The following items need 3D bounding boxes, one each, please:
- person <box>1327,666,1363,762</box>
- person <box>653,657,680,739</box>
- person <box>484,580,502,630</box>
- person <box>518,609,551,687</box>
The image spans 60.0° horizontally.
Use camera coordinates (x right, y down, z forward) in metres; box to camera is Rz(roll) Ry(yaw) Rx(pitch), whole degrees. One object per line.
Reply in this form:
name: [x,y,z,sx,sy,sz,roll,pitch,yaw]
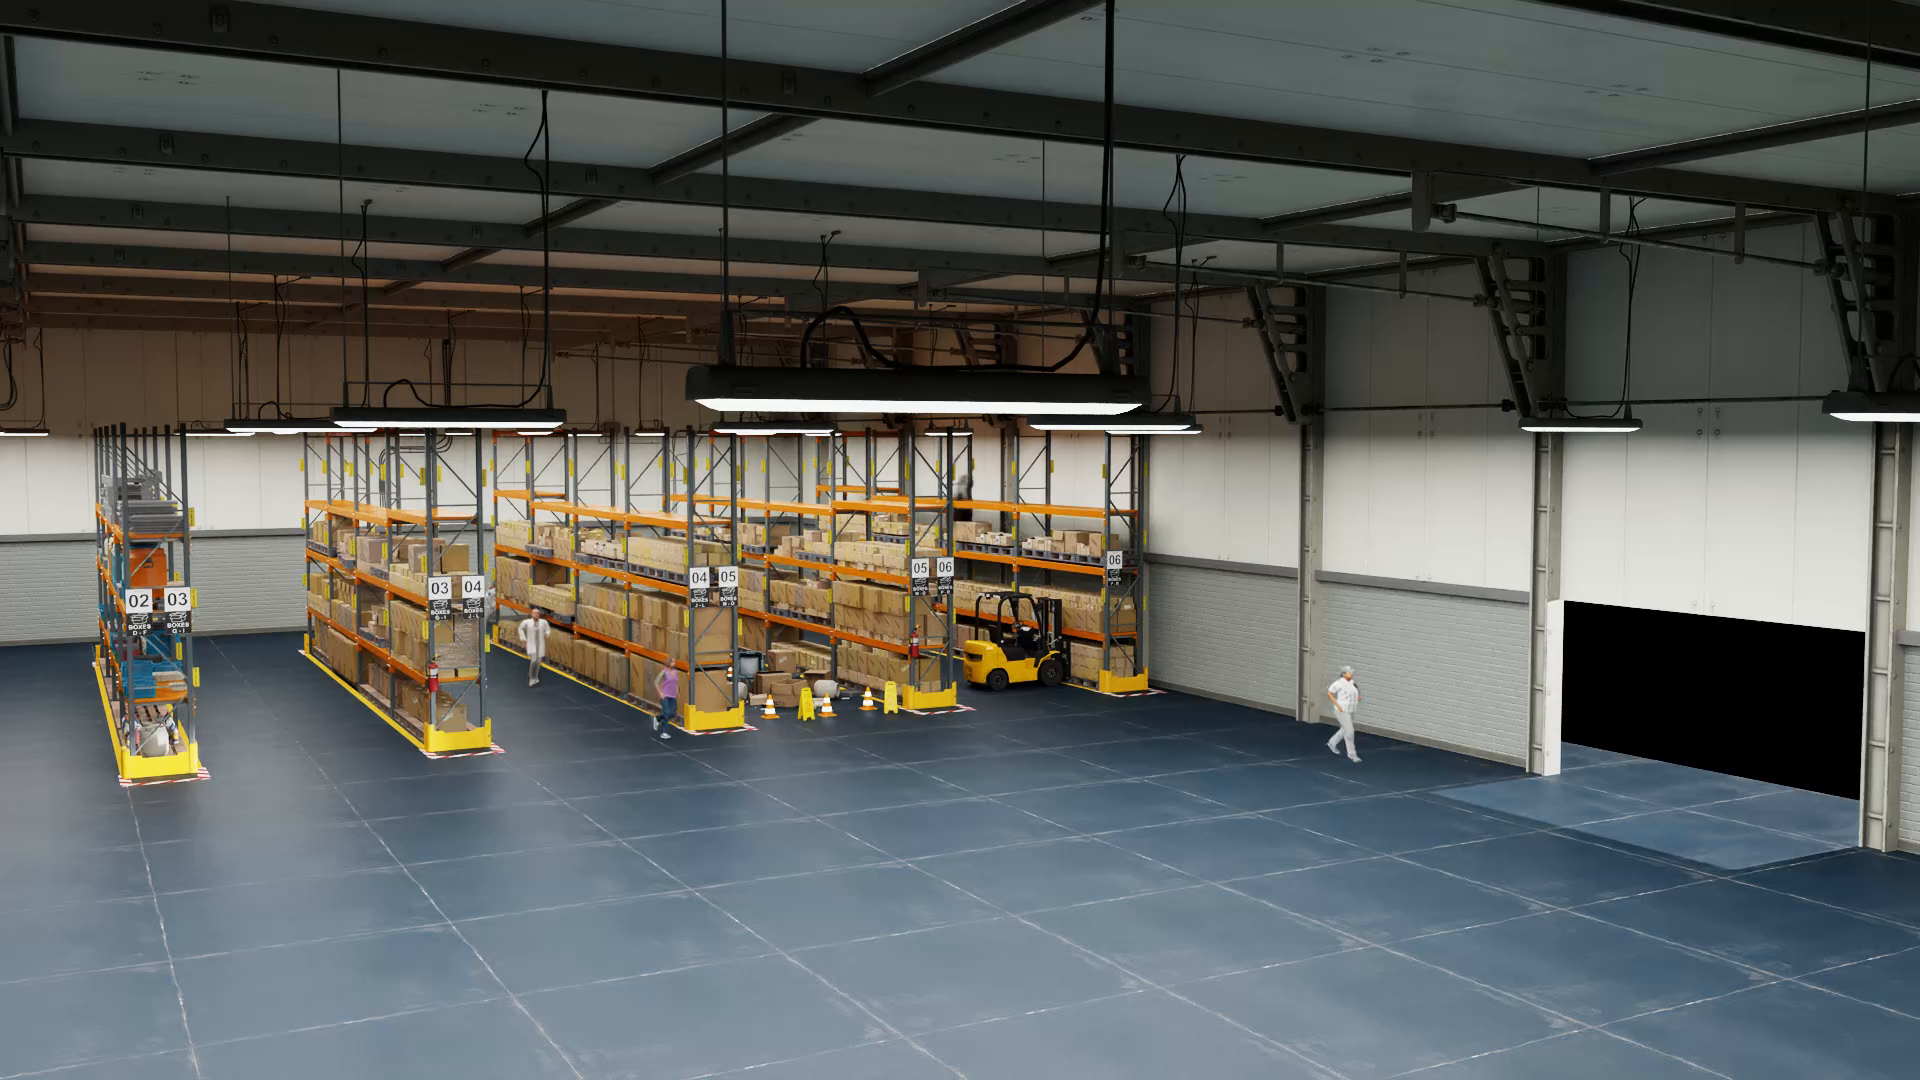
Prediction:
person: [6.892,3.092,29.800,0.602,1.680,0.813,-3,5,-45]
person: [-5.653,3.016,32.000,0.577,1.541,0.587,3,4,39]
person: [-13.567,1.967,47.943,0.926,1.646,0.662,-2,4,-32]
person: [-9.872,2.508,38.732,0.693,1.823,0.808,-2,4,-30]
